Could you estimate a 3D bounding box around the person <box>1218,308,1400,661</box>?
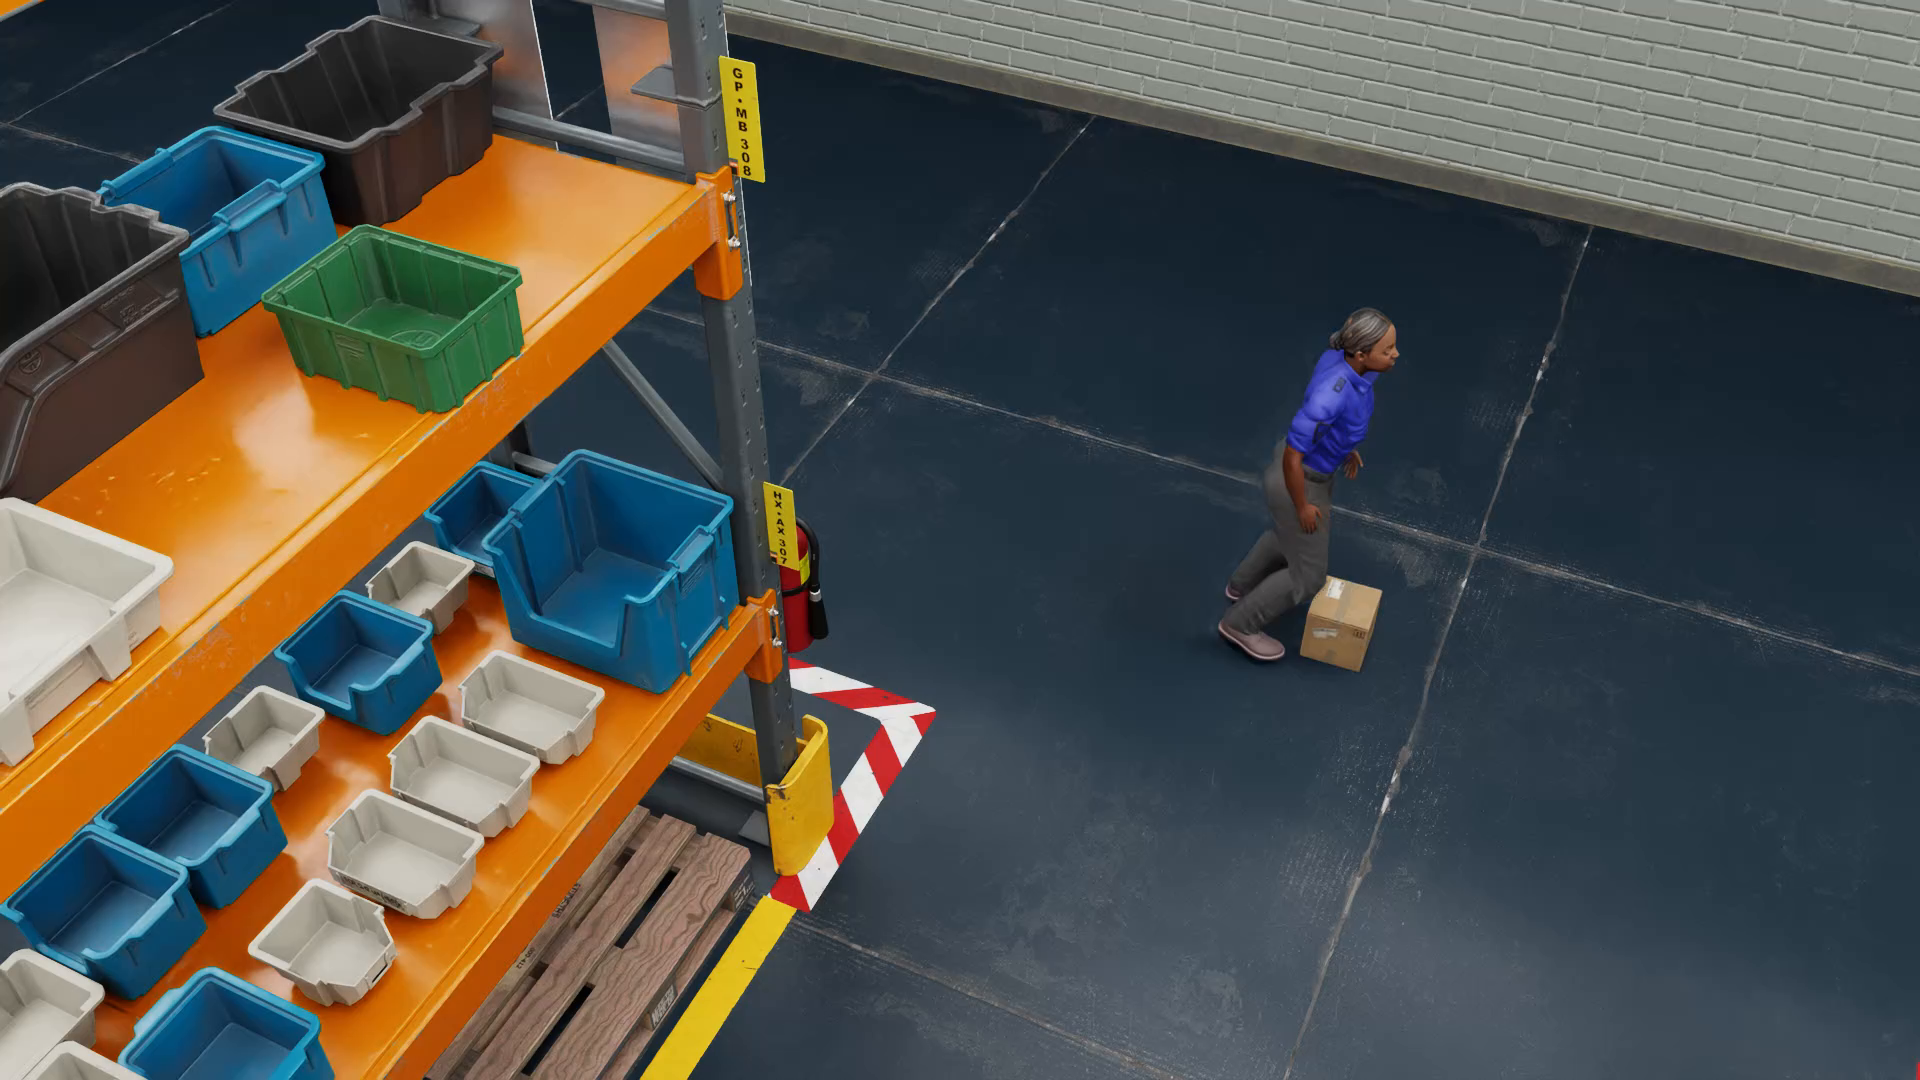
[{"bbox_3d":[1.320,-0.213,6.432,0.509,1.604,0.499,15,44,16],"label":"person"}]
